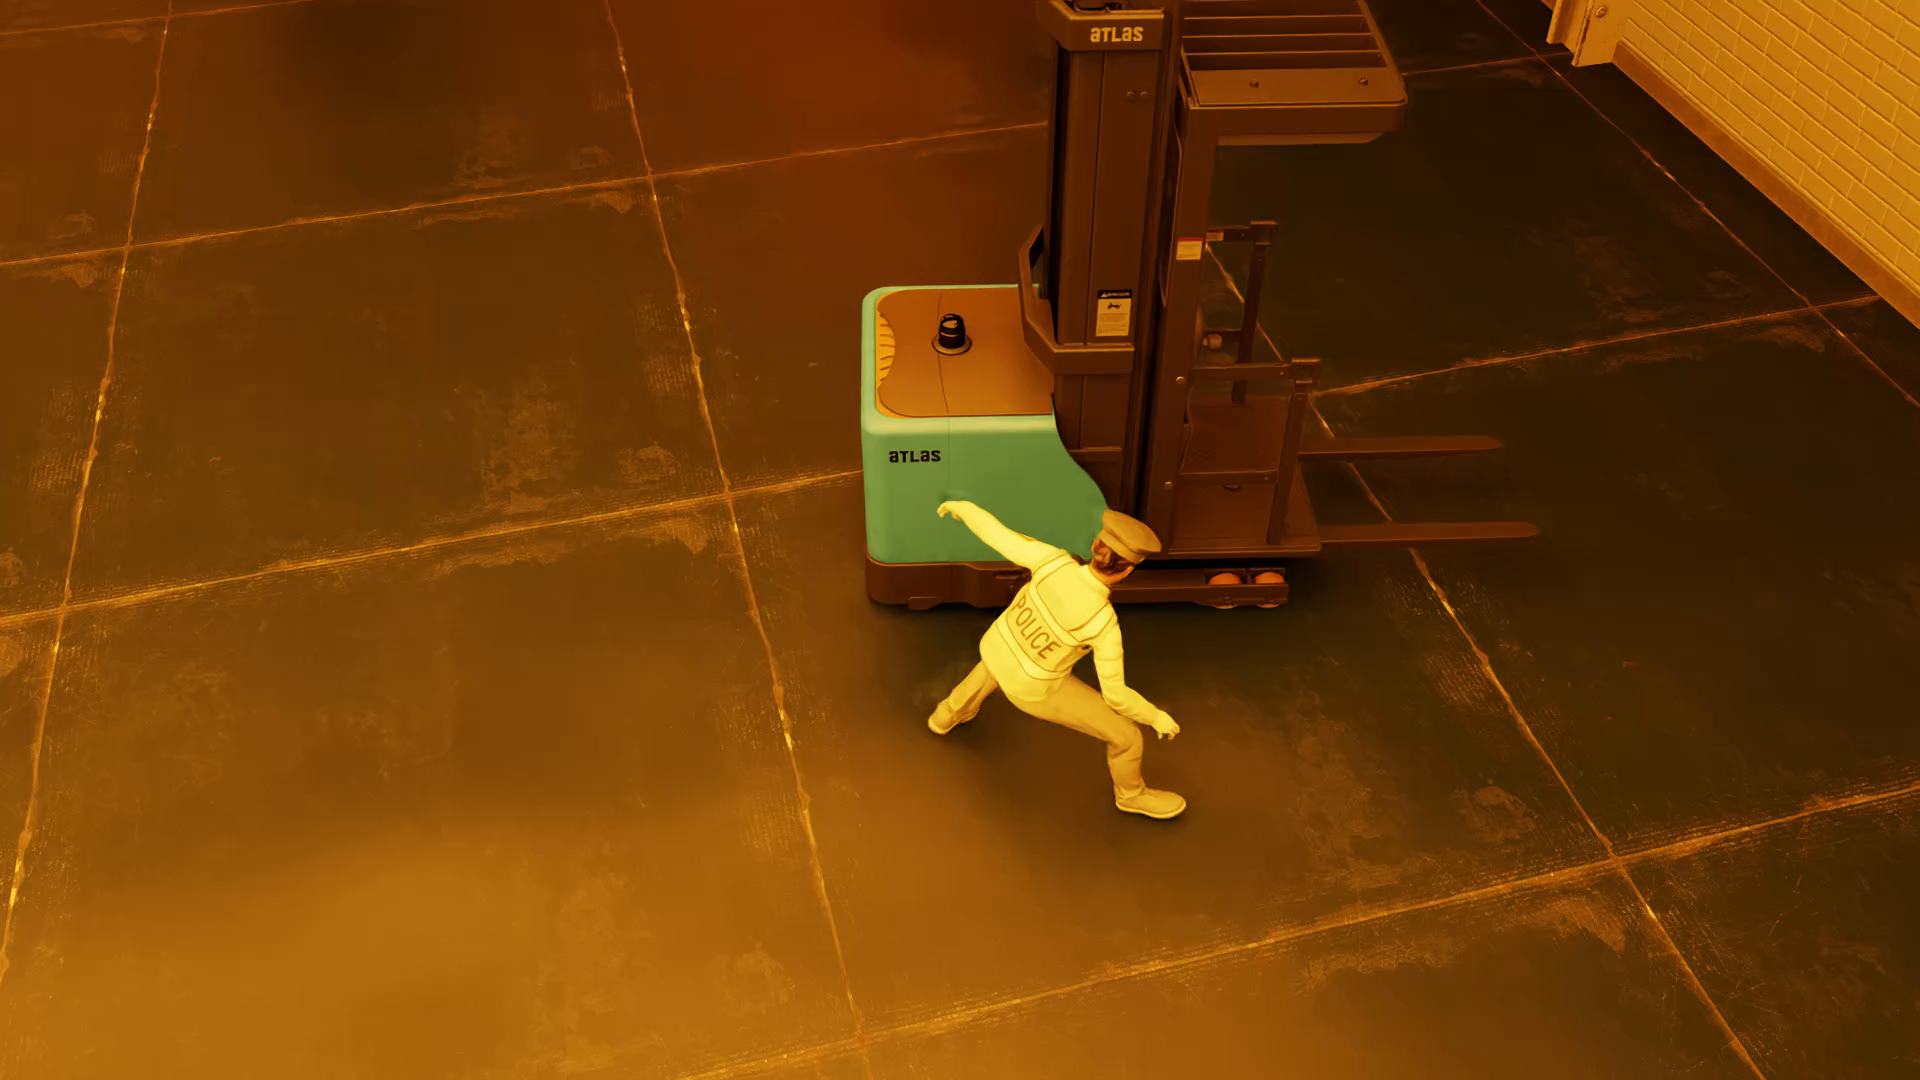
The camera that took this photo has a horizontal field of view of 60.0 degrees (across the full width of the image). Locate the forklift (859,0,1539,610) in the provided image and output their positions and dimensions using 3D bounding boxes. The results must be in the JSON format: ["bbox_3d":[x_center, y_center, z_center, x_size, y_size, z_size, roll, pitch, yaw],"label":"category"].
[{"bbox_3d":[1.081,-1.121,6.832,3.031,2.935,1.130,-1,43,-1],"label":"forklift"}]

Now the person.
[{"bbox_3d":[0.329,0.395,6.330,0.698,1.419,1.097,-23,48,-22],"label":"person"}]
